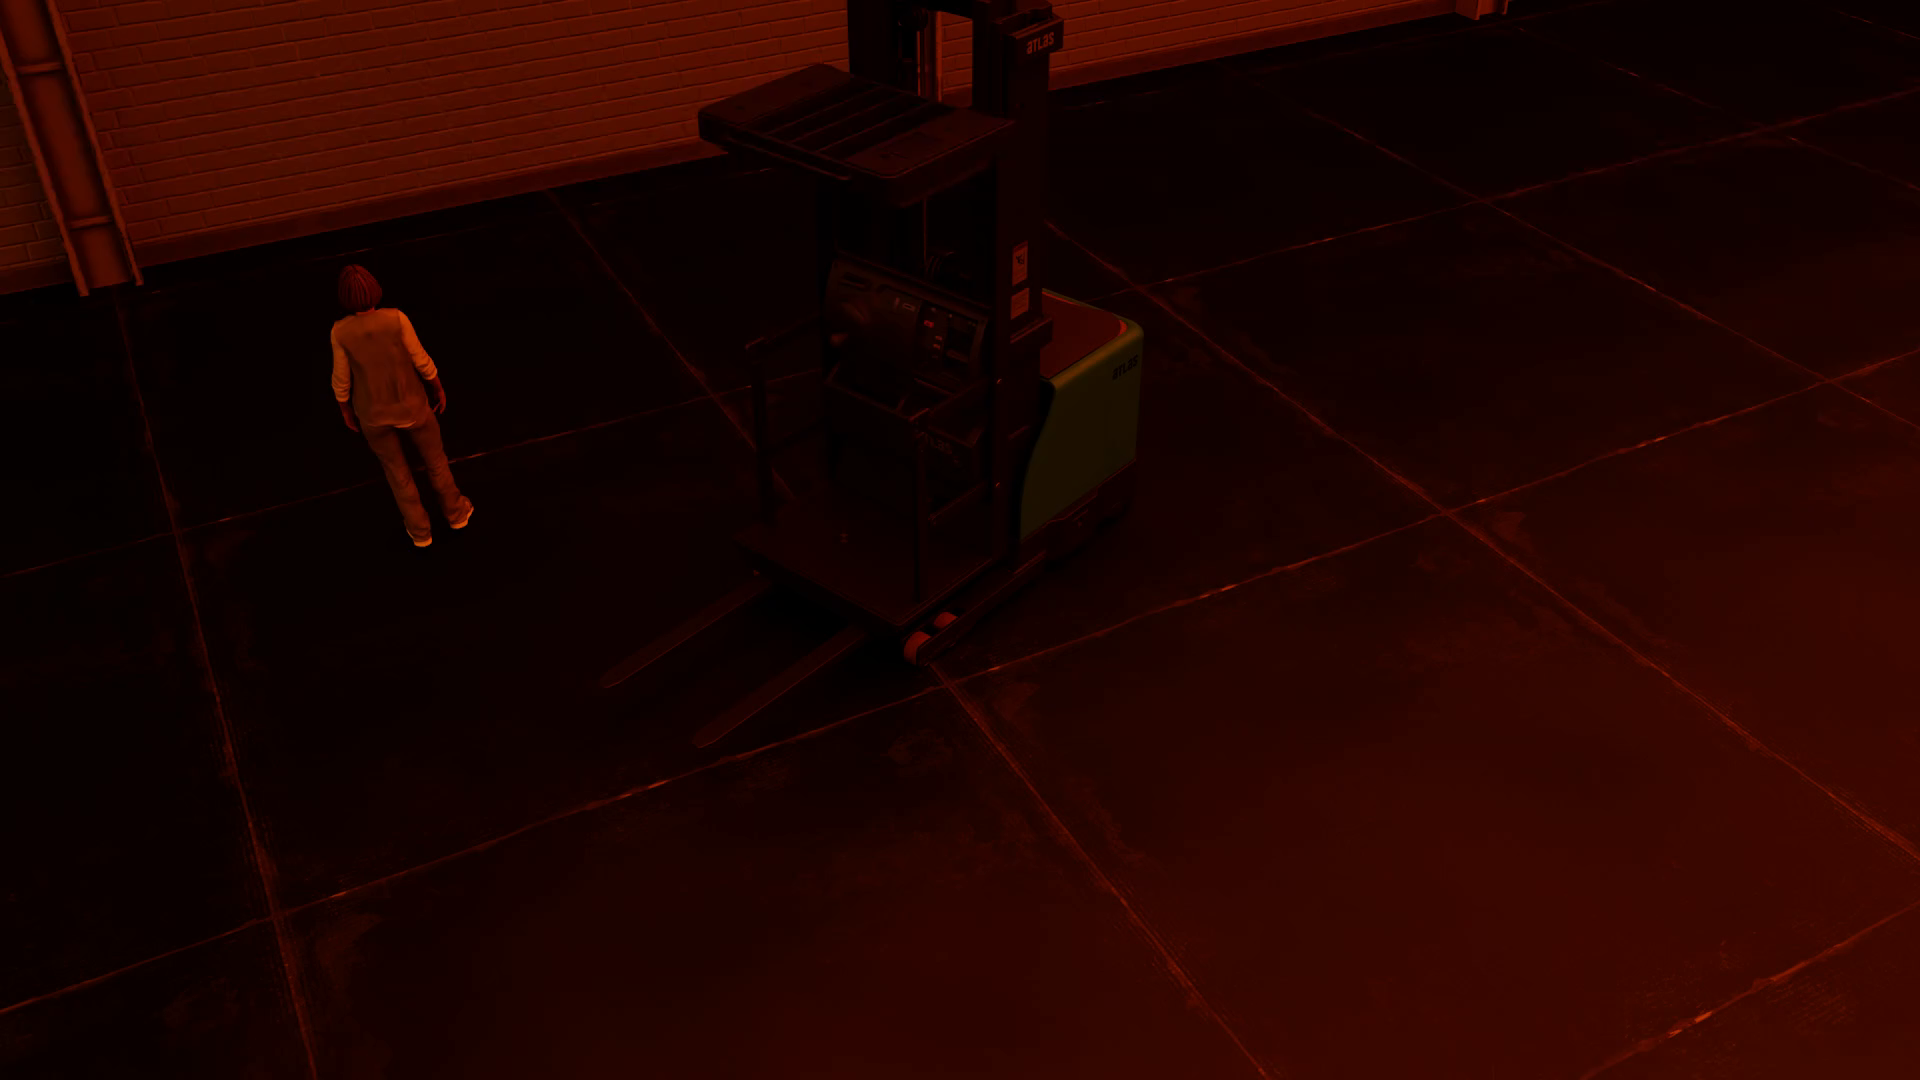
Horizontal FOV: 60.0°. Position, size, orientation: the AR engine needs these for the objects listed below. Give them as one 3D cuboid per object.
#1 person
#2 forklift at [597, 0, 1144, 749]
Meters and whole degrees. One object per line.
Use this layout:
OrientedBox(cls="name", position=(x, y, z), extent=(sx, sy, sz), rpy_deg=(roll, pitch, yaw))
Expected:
OrientedBox(cls="person", position=(-2.795, -0.680, 8.227), extent=(0.518, 1.599, 0.474), rpy_deg=(-10, 37, -14))
OrientedBox(cls="forklift", position=(-0.390, -0.927, 7.434), extent=(1.130, 2.935, 3.031), rpy_deg=(26, 43, 31))
